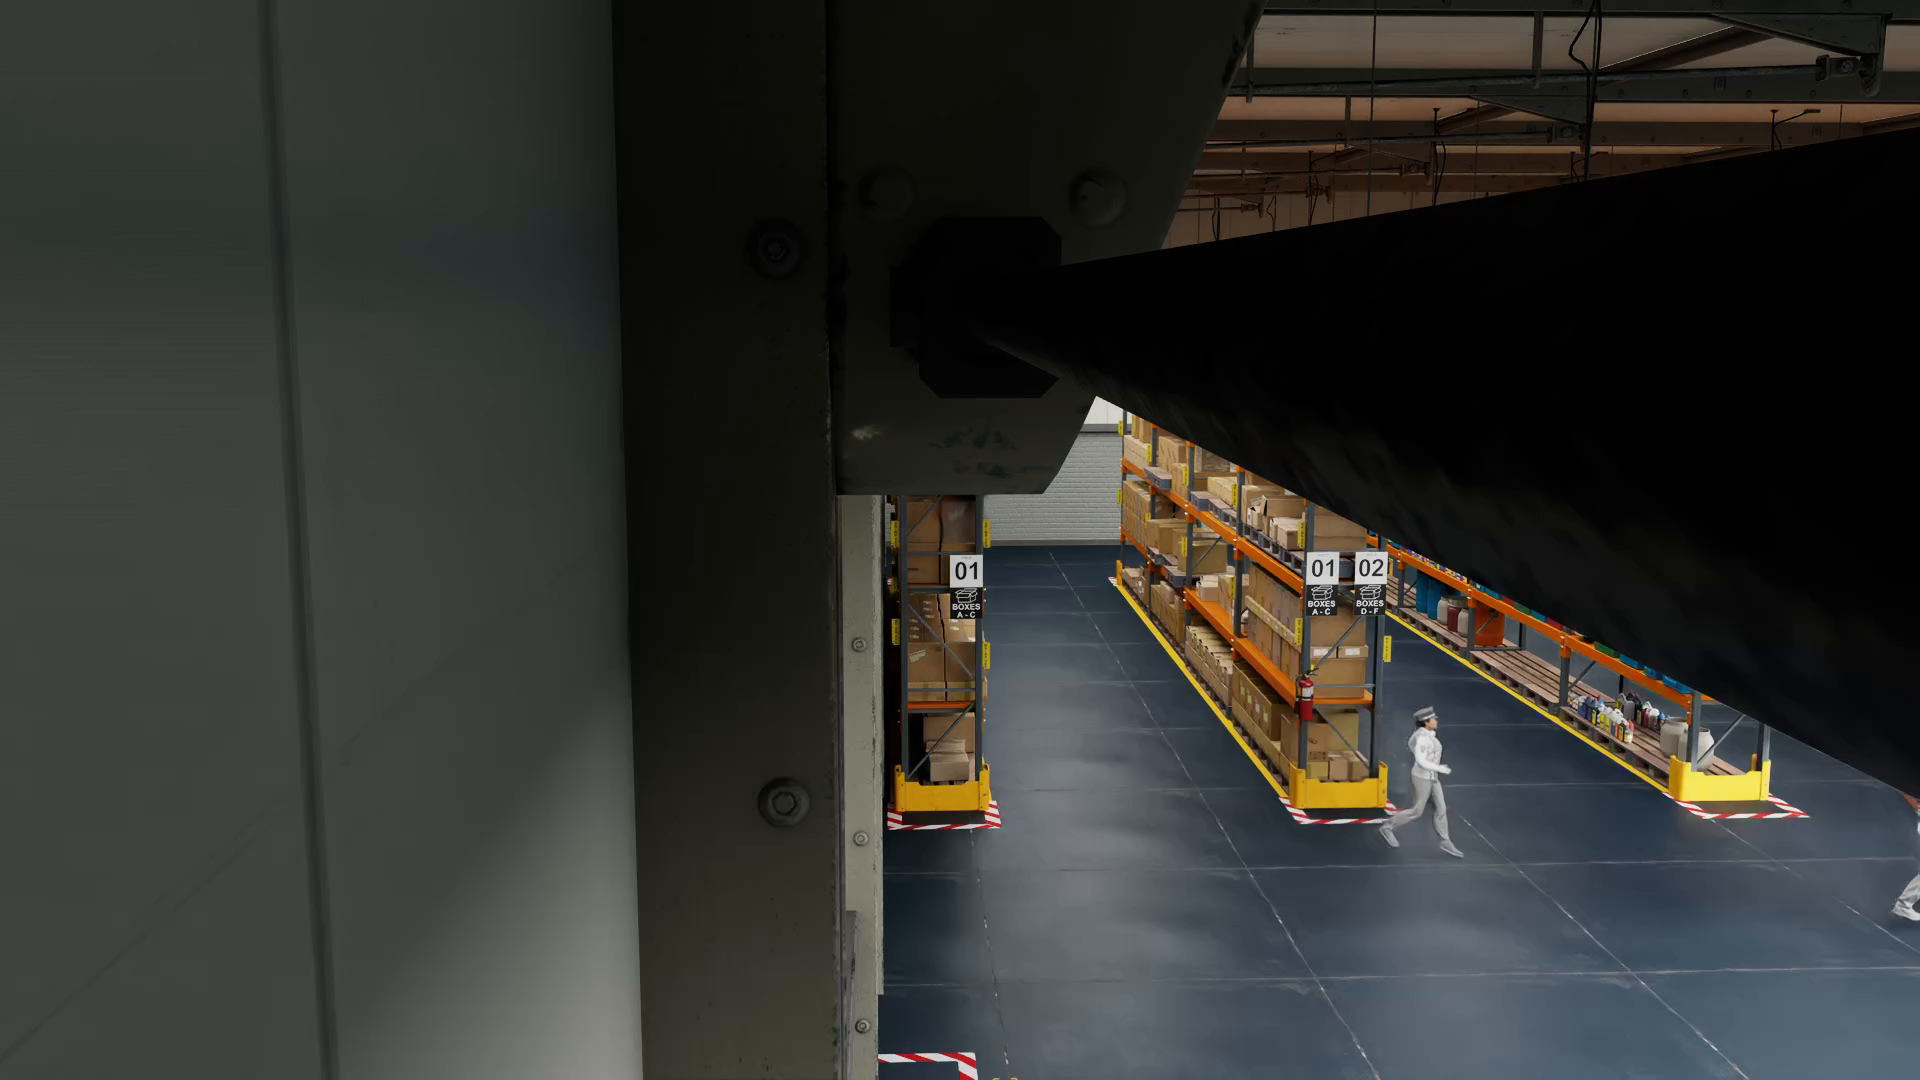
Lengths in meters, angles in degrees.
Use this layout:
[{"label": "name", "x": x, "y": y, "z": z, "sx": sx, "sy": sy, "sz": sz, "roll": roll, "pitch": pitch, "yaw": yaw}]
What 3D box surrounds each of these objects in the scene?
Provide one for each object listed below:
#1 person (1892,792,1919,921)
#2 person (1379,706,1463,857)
[{"label": "person", "x": 9.802, "y": 3.009, "z": 16.656, "sx": 0.733, "sy": 1.841, "sz": 0.657, "roll": 3, "pitch": 9, "yaw": 18}, {"label": "person", "x": 5.279, "y": 2.718, "z": 18.897, "sx": 0.946, "sy": 1.696, "sz": 0.653, "roll": 4, "pitch": 9, "yaw": 25}]
